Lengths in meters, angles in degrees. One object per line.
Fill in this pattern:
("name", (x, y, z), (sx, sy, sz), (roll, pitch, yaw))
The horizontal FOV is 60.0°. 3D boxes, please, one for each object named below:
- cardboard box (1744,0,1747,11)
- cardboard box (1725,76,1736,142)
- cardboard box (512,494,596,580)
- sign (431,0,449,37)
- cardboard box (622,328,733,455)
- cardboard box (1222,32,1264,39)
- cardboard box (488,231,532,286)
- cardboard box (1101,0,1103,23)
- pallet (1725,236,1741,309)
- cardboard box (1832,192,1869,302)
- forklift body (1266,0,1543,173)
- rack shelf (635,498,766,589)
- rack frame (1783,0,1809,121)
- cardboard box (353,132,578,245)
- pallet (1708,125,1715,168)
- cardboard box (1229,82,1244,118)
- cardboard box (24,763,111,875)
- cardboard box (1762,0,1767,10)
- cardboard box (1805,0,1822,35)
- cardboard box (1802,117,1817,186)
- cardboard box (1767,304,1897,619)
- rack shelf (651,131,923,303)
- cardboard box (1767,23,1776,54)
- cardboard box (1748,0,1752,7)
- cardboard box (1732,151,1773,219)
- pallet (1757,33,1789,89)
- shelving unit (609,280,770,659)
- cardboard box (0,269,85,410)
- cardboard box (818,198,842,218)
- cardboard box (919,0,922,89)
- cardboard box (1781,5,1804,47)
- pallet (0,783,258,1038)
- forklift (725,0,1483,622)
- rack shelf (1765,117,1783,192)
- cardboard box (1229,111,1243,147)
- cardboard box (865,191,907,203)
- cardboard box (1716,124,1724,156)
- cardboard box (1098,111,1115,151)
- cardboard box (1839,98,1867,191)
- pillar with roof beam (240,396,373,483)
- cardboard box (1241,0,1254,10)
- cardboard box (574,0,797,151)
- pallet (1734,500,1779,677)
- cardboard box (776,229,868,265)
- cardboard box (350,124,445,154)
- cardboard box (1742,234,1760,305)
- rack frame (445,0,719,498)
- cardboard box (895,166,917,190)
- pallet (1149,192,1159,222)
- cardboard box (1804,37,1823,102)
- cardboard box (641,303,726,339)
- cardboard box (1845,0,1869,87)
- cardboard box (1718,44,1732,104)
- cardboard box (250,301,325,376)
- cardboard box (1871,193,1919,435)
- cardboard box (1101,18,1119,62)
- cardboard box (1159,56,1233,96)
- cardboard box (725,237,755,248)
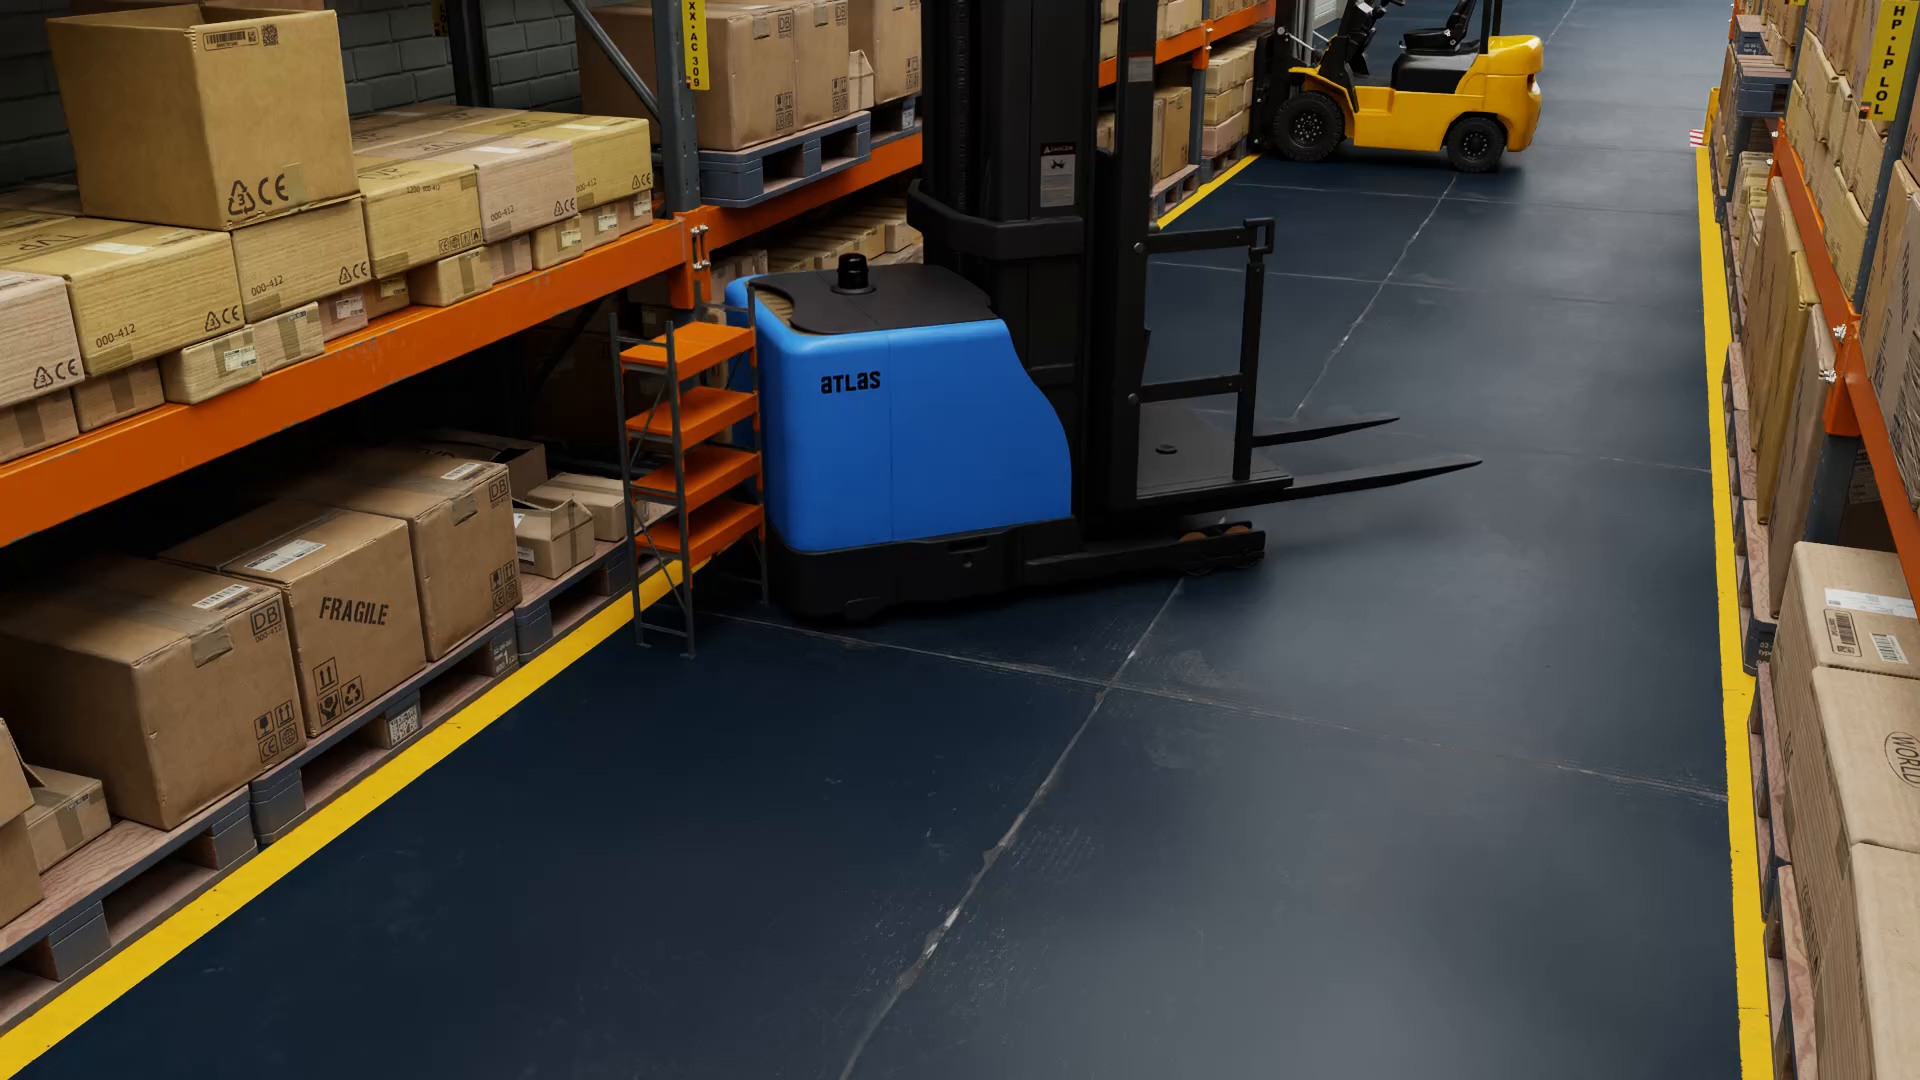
("cardboard box", (6.816, -4.510, 13.981), (0.380, 0.149, 0.250), (9, 24, 21))
("cardboard box", (6.263, -3.347, 12.921), (0.500, 0.500, 0.500), (9, 24, 21))
("cardboard box", (-1.544, -0.053, 5.988), (0.396, 0.266, 0.258), (10, 25, 22))
("sign", (-1.993, -2.102, 6.389), (0.100, 0.325, 0.005), (9, 24, 20))
("cardboard box", (-1.088, -0.671, 7.164), (0.500, 0.500, 0.500), (10, 25, 22))
("cardboard box", (2.737, -4.596, 15.586), (0.500, 0.250, 0.500), (9, 24, 21))
("cardboard box", (-1.634, -0.941, 5.437), (0.380, 0.149, 0.250), (9, 24, 21))
("cardboard box", (0.588, -3.386, 10.510), (0.500, 0.250, 0.500), (10, 25, 22))
("pallet", (5.365, -1.640, 10.402), (1.003, 0.211, 1.213), (9, 24, 20))
("cardboard box", (3.066, -0.908, 5.227), (0.500, 0.250, 0.500), (8, 24, 19))
("forklift body", (3.970, -4.453, 14.620), (2.313, 2.155, 1.214), (9, 24, 20))
("rack shelf", (-0.924, -0.004, 5.893), (0.258, 0.148, 0.480), (10, 25, 23))
("rack frame", (4.619, -2.212, 8.154), (1.000, 3.000, 0.127), (9, 24, 20))
("cardboard box", (-1.612, -1.159, 5.443), (0.500, 0.250, 0.500), (9, 24, 20))
("pallet", (7.228, -3.475, 14.796), (1.003, 0.211, 1.213), (9, 24, 20))
("cardboard box", (2.146, -3.818, 14.373), (0.500, 0.250, 0.500), (9, 24, 20))
("cardboard box", (-2.453, 0.711, 4.309), (0.380, 0.149, 0.250), (8, 24, 18))
("cardboard box", (5.282, -3.540, 10.272), (0.500, 0.500, 0.500), (9, 24, 20))
("cardboard box", (4.209, -2.578, 7.603), (0.500, 0.500, 0.500), (8, 24, 18))
("cardboard box", (3.829, -1.631, 6.957), (0.500, 0.250, 0.500), (10, 25, 22))
("cardboard box", (3.289, -0.227, 5.614), (0.875, 0.875, 0.875), (10, 25, 22))
("rack shelf", (-0.734, -1.874, 8.277), (1.077, 0.370, 4.000), (9, 24, 20))
("cardboard box", (4.797, -2.833, 9.422), (0.380, 0.149, 0.250), (9, 24, 21))
("cardboard box", (6.412, -4.393, 12.860), (0.500, 0.500, 0.500), (9, 24, 22))
("cardboard box", (5.912, -2.437, 11.556), (0.950, 0.372, 0.625), (9, 24, 21))
("pallet", (5.316, -2.838, 9.901), (1.003, 0.211, 1.213), (9, 24, 20))
("shelving unit", (-0.924, -0.249, 5.790), (0.258, 1.200, 0.503), (10, 25, 23))
("cardboard box", (-2.357, -0.431, 3.698), (0.500, 0.250, 0.500), (9, 24, 21))
("cardboard box", (-0.855, -1.743, 8.888), (0.380, 0.149, 0.250), (8, 24, 19))
("cardboard box", (-0.426, -2.552, 8.290), (0.797, 0.503, 0.637), (8, 24, 19))
("cardboard box", (4.530, -2.792, 8.481), (0.500, 0.500, 0.500), (8, 24, 19))
("pallet", (-2.639, 0.916, 4.284), (1.003, 0.211, 1.213), (9, 24, 20))
("forklift", (0.658, -1.396, 6.290), (3.031, 2.935, 1.130), (-8, 24, -19))
("rack shelf", (5.362, -2.596, 10.006), (1.077, 0.370, 4.000), (9, 24, 20))
("cardboard box", (2.156, -3.587, 14.469), (0.500, 0.250, 0.500), (8, 24, 19))
("cardboard box", (-0.291, -1.770, 8.953), (0.380, 0.149, 0.250), (10, 24, 22))
("cardboard box", (6.647, -3.372, 13.954), (0.500, 0.250, 0.500), (11, 25, 24))
("cardboard box", (0.739, -2.717, 11.898), (0.875, 0.625, 0.625), (8, 24, 18))
("cardboard box", (3.250, -1.315, 5.552), (0.500, 0.250, 0.500), (9, 24, 21))
("pillar with roof beam", (1.425, -3.522, 3.506), (9.100, 9.000, 0.400), (9, 24, 20))
("cardboard box", (2.267, -4.891, 14.437), (0.500, 0.500, 0.500), (9, 24, 20))
("cardboard box", (-1.089, -1.871, 6.663), (0.700, 0.500, 0.500), (9, 24, 21))
("pallet", (3.350, 0.219, 5.952), (1.003, 0.211, 1.213), (9, 24, 20))
("cardboard box", (-0.670, -1.396, 8.057), (0.380, 0.149, 0.250), (10, 25, 22))
("cardboard box", (-2.091, -1.239, 5.633), (0.500, 0.250, 0.500), (9, 24, 20))
("cardboard box", (4.838, -1.394, 9.060), (0.950, 0.372, 0.625), (7, 24, 16))
("rack frame", (-1.477, -1.490, 6.425), (1.000, 3.000, 0.127), (9, 24, 20))
("cardboard box", (-0.474, -2.119, 9.788), (0.380, 0.149, 0.250), (10, 25, 23))
("pallet", (0.806, -2.359, 12.123), (1.003, 0.211, 1.213), (9, 24, 20))
("cardboard box", (4.008, -2.043, 7.295), (0.500, 0.250, 0.500), (9, 24, 21))
("cardboard box", (-1.097, -0.920, 6.917), (0.380, 0.149, 0.250), (10, 25, 23))
("cardboard box", (3.458, -1.849, 5.858), (0.500, 0.500, 0.500), (10, 24, 22))
("cardboard box", (7.026, -4.088, 14.696), (0.500, 0.500, 0.500), (8, 24, 18))
("cardboard box", (-1.982, -0.572, 4.554), (0.380, 0.149, 0.250), (9, 24, 21))
("cardboard box", (2.525, -0.517, 3.966), (0.500, 0.500, 0.500), (9, 24, 20))
("cardboard box", (0.777, -3.341, 11.050), (0.500, 0.250, 0.500), (8, 24, 18))
("cardboard box", (1.966, -3.867, 13.842), (0.500, 0.250, 0.500), (8, 24, 19))
("cardboard box", (-1.210, -1.372, 8.000), (0.380, 0.149, 0.250), (9, 24, 22))
